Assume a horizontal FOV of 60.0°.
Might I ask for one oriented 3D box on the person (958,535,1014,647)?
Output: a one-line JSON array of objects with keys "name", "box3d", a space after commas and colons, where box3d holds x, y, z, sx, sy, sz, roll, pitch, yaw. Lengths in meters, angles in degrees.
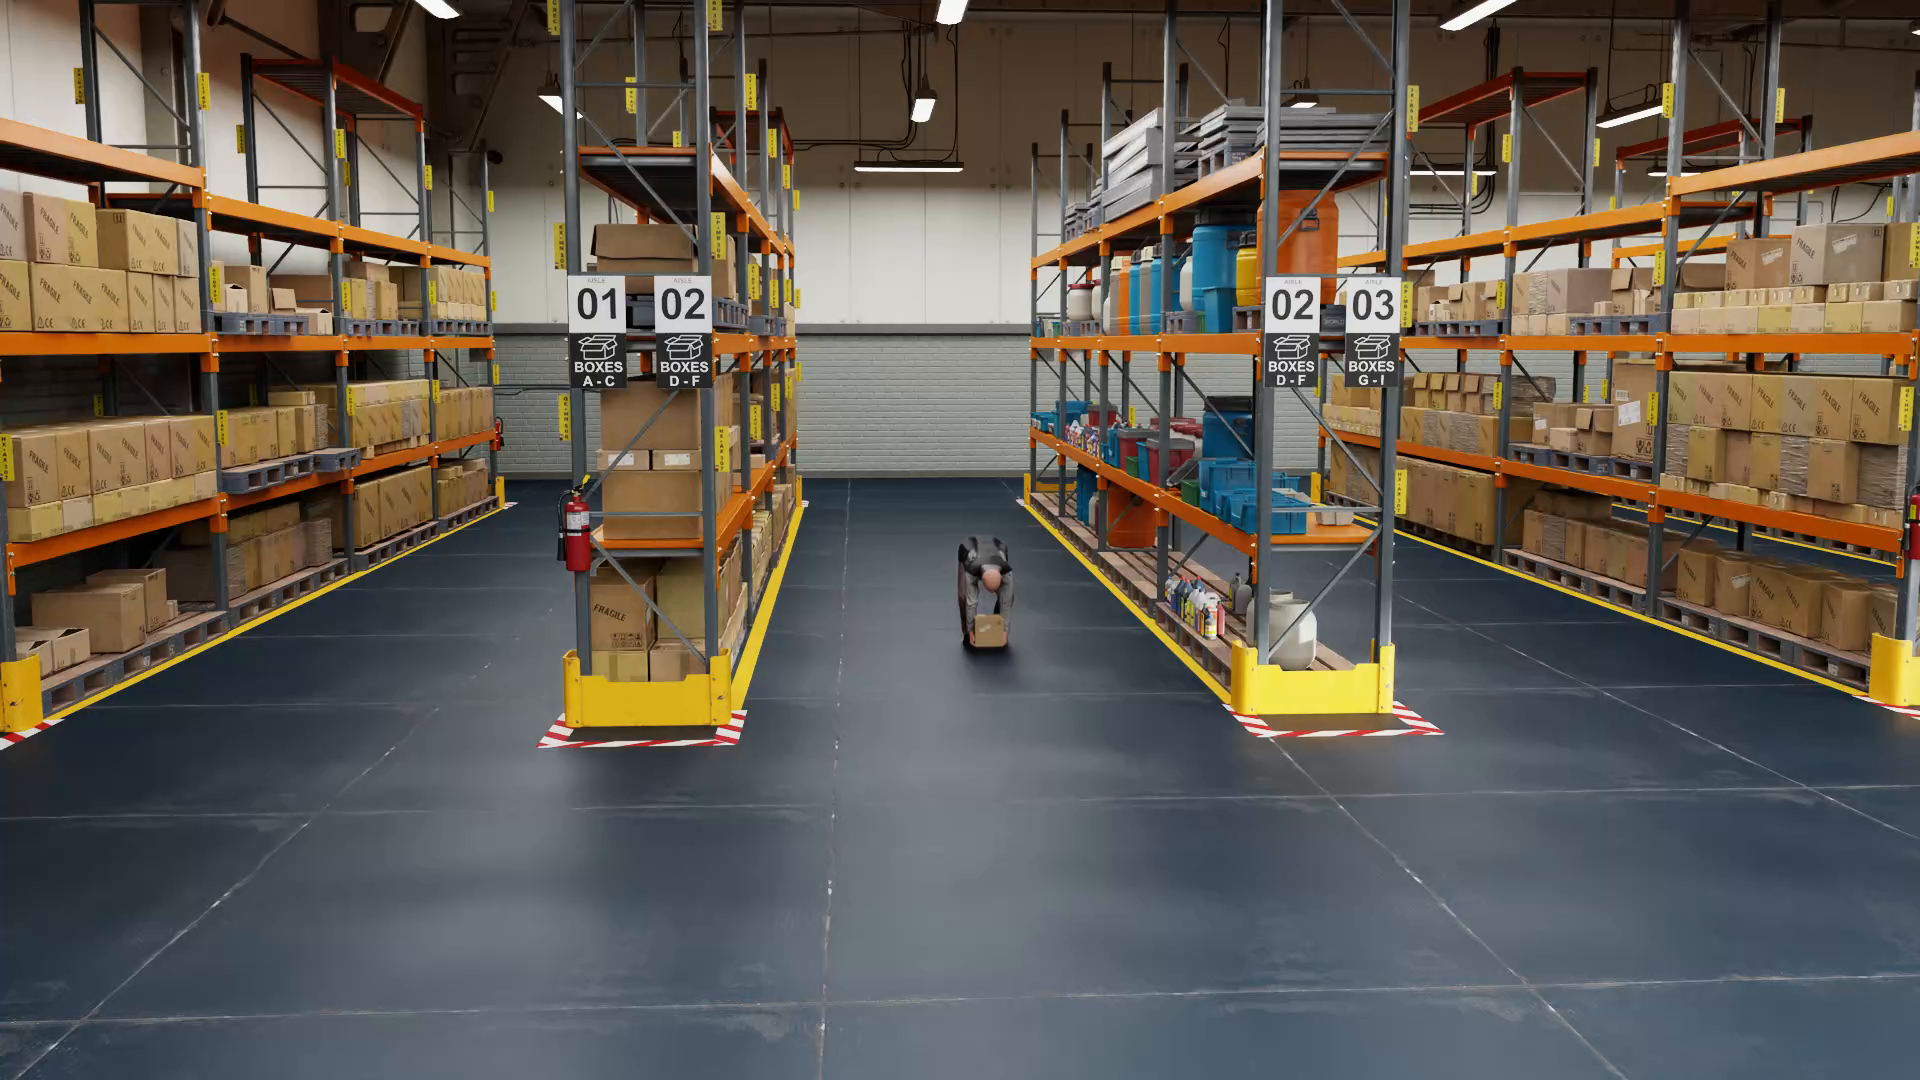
[{"name": "person", "box3d": [0.242, 0.470, 14.996, 0.508, 0.987, 0.945, -1, 7, -7]}]
